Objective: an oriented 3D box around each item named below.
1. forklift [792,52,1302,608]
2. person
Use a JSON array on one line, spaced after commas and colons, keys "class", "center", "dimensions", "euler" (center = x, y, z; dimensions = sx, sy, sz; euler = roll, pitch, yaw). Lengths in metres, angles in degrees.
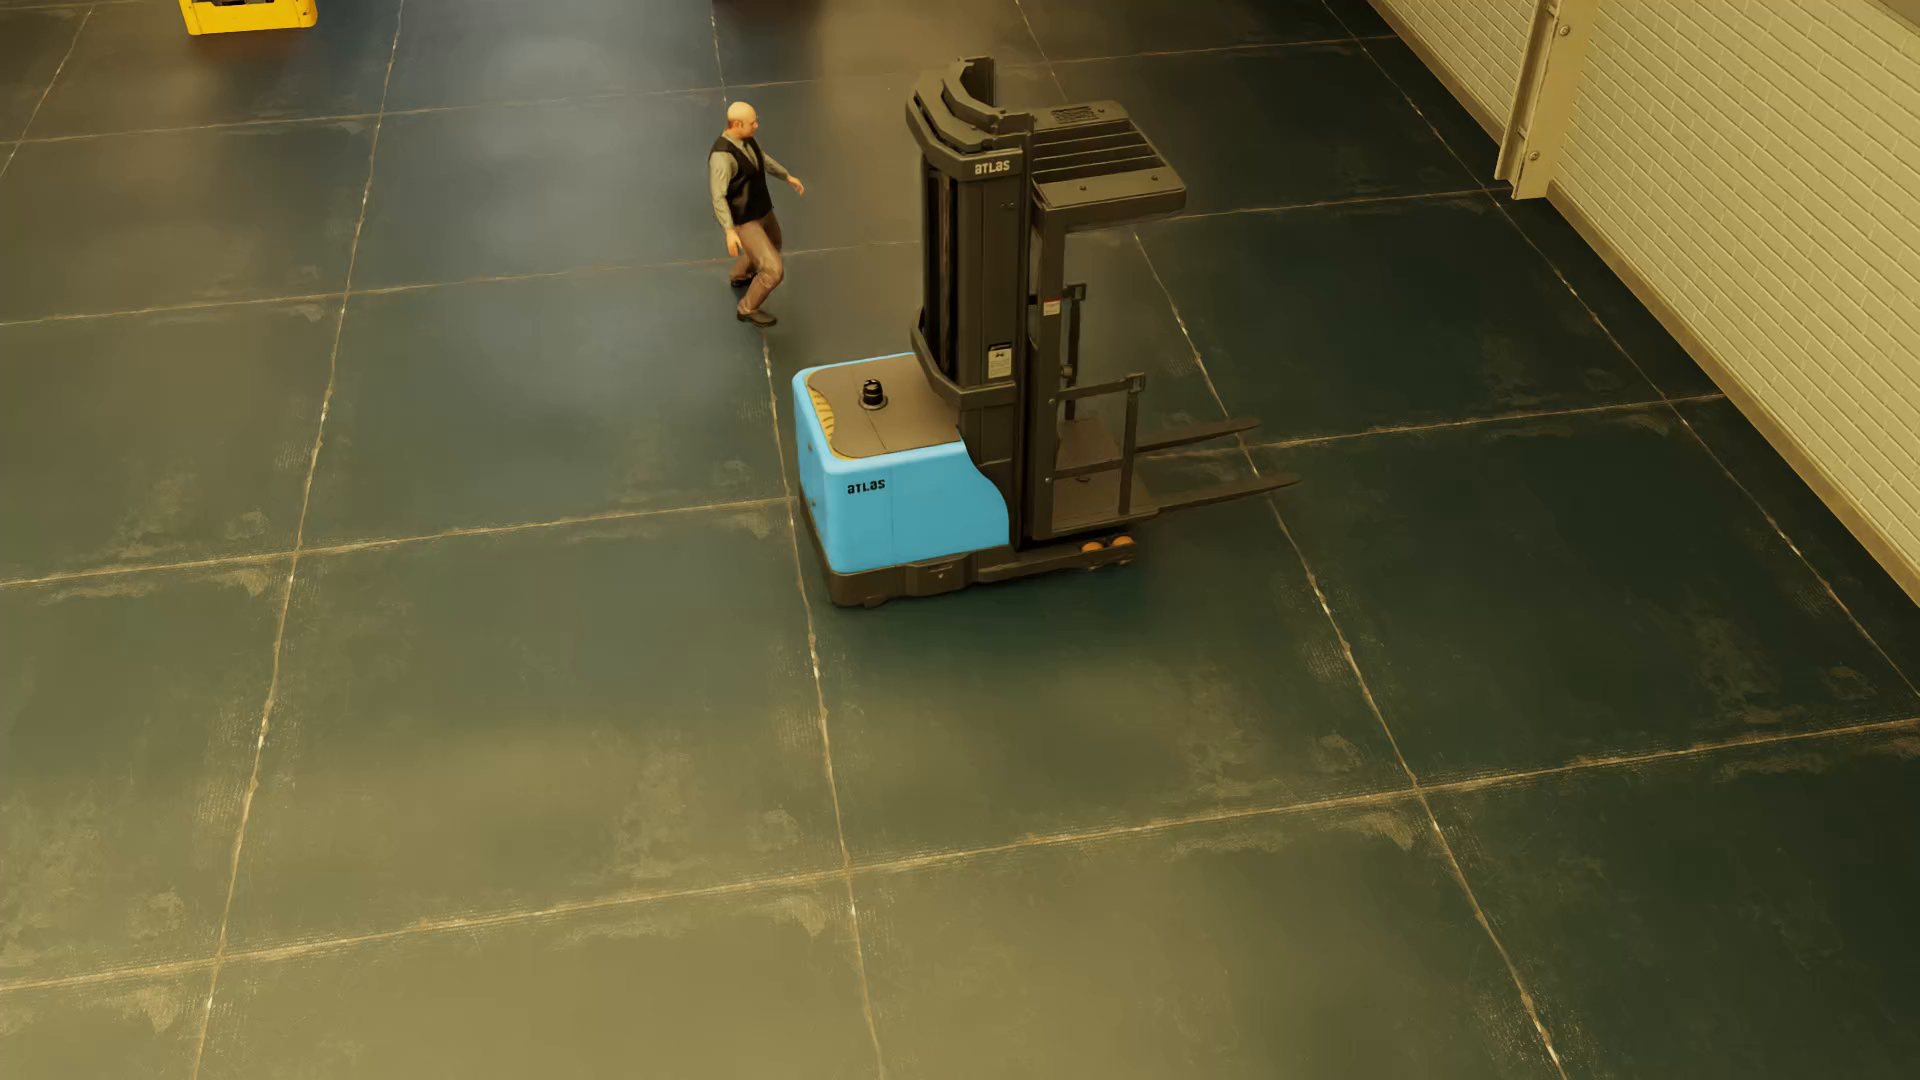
[{"class": "forklift", "center": [0.578, -1.259, 9.438], "dimensions": [3.031, 2.935, 1.130], "euler": [-11, 41, -12]}, {"class": "person", "center": [-1.459, -2.329, 11.756], "dimensions": [0.660, 1.599, 0.936], "euler": [11, 42, 13]}]
